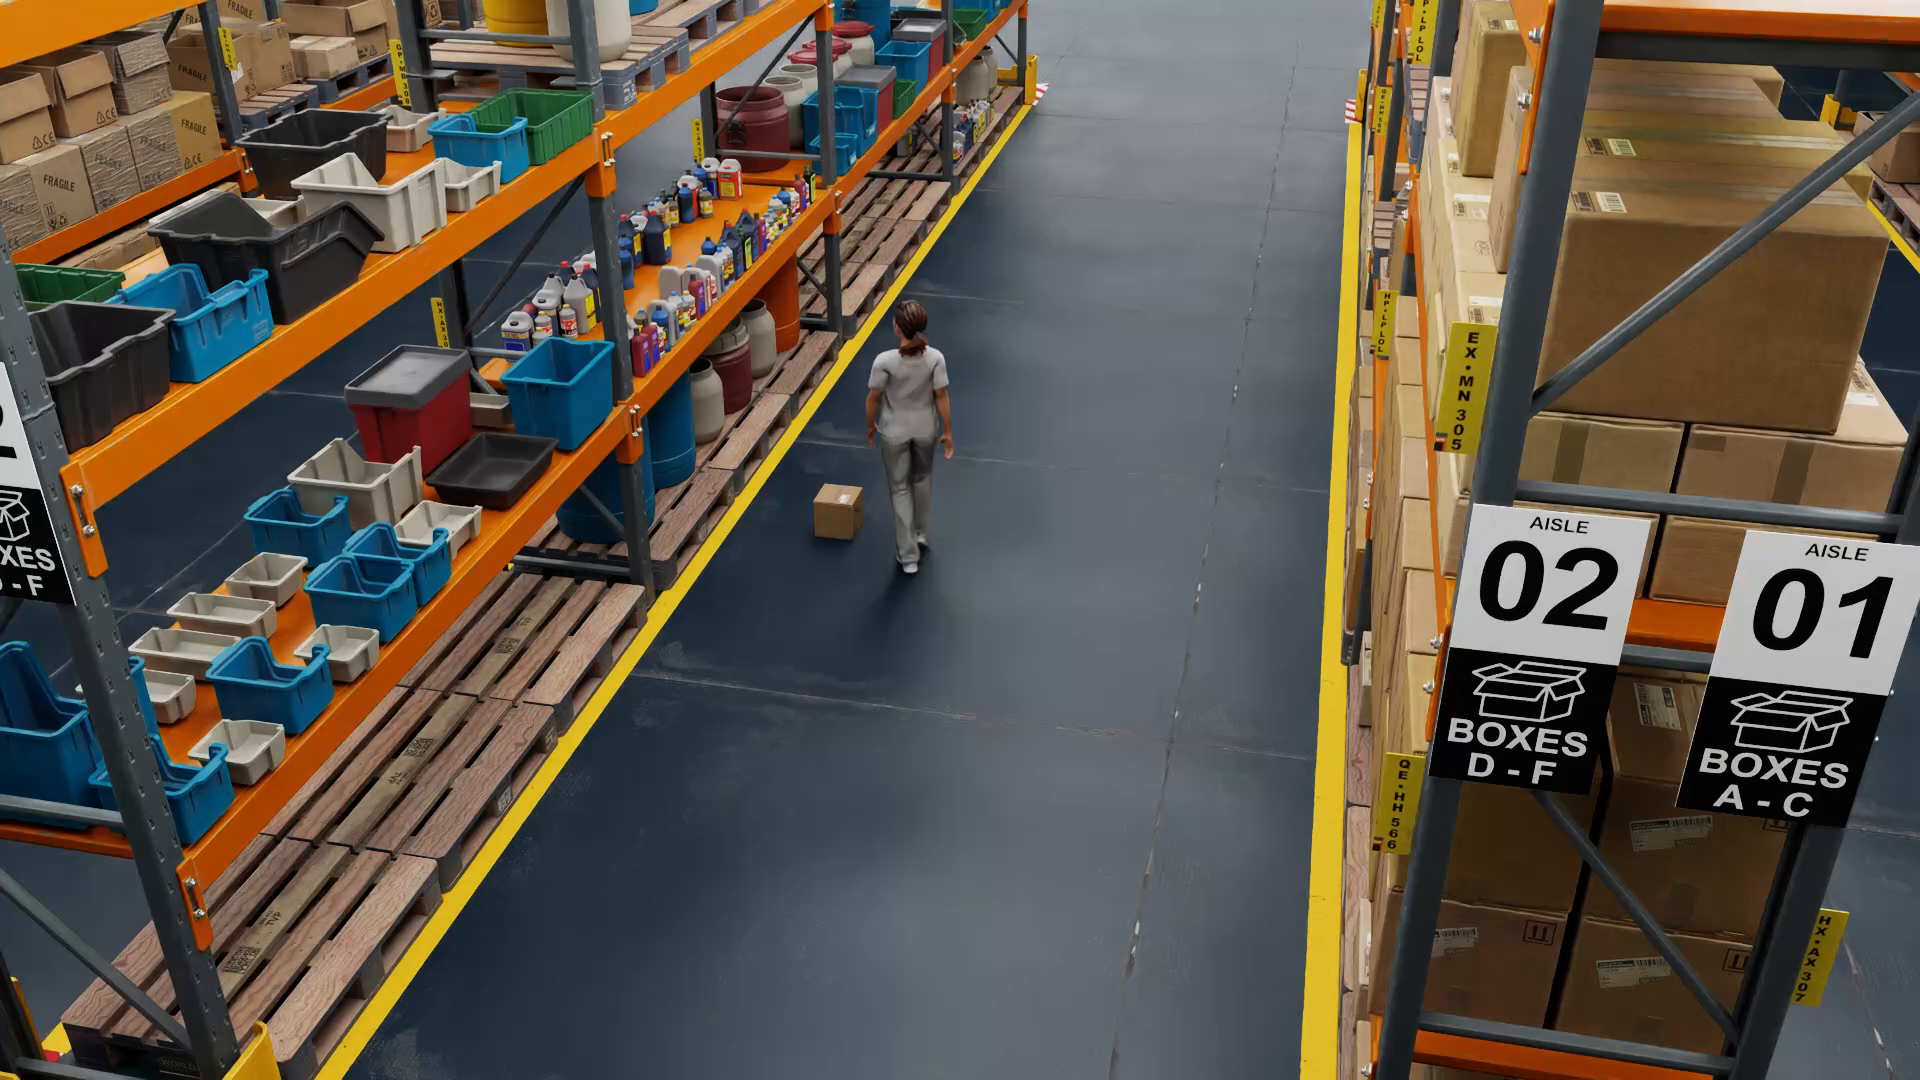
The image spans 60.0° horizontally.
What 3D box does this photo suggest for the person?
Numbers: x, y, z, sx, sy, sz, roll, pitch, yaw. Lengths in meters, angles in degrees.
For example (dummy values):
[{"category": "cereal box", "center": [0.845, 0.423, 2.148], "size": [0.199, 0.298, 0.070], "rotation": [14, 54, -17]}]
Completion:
[{"category": "person", "center": [-0.313, -0.619, 9.791], "size": [0.492, 1.731, 0.567], "rotation": [-7, 30, -12]}]
